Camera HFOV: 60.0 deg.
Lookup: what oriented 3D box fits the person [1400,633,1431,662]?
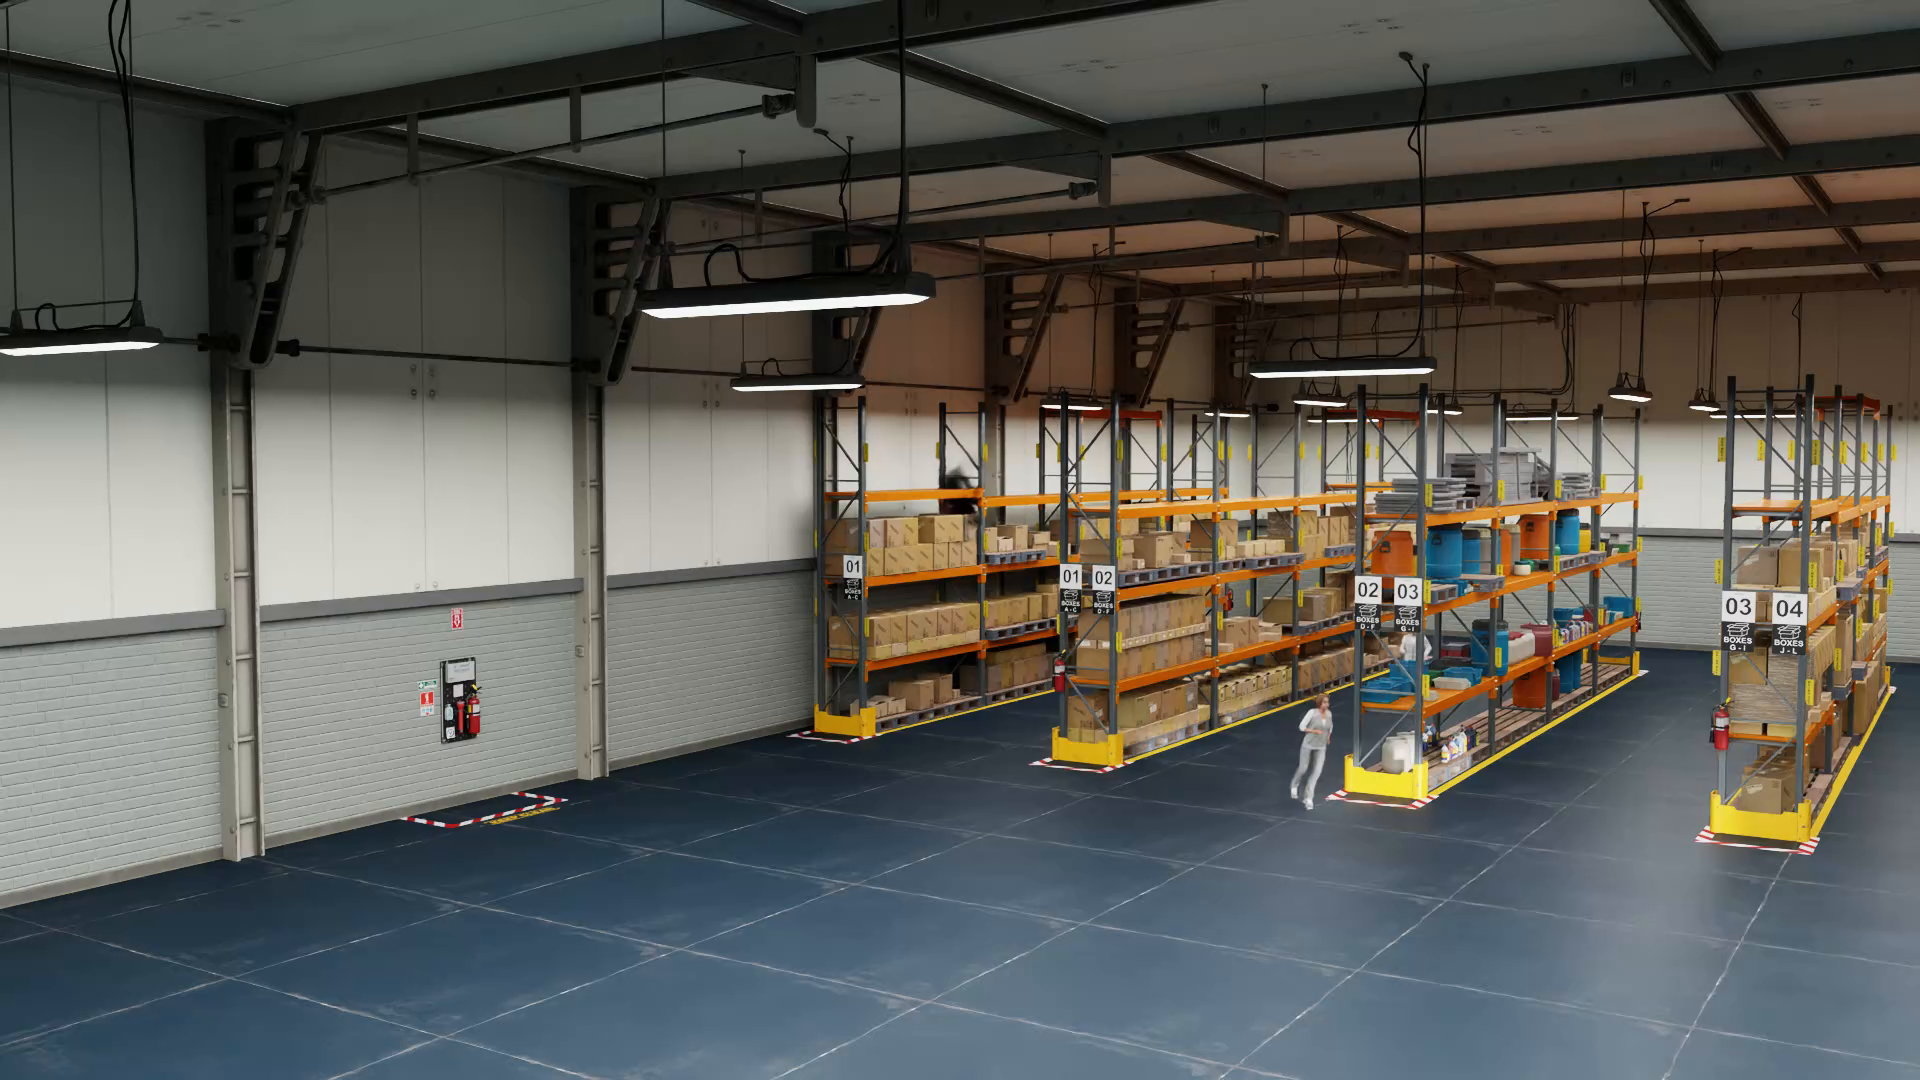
[{"bbox_3d":[9.030,2.427,33.064,0.591,1.651,0.584,1,3,22],"label":"person"}]

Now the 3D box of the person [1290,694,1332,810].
[{"bbox_3d":[5.062,2.967,23.630,0.564,1.576,0.819,0,3,-6],"label":"person"}]
